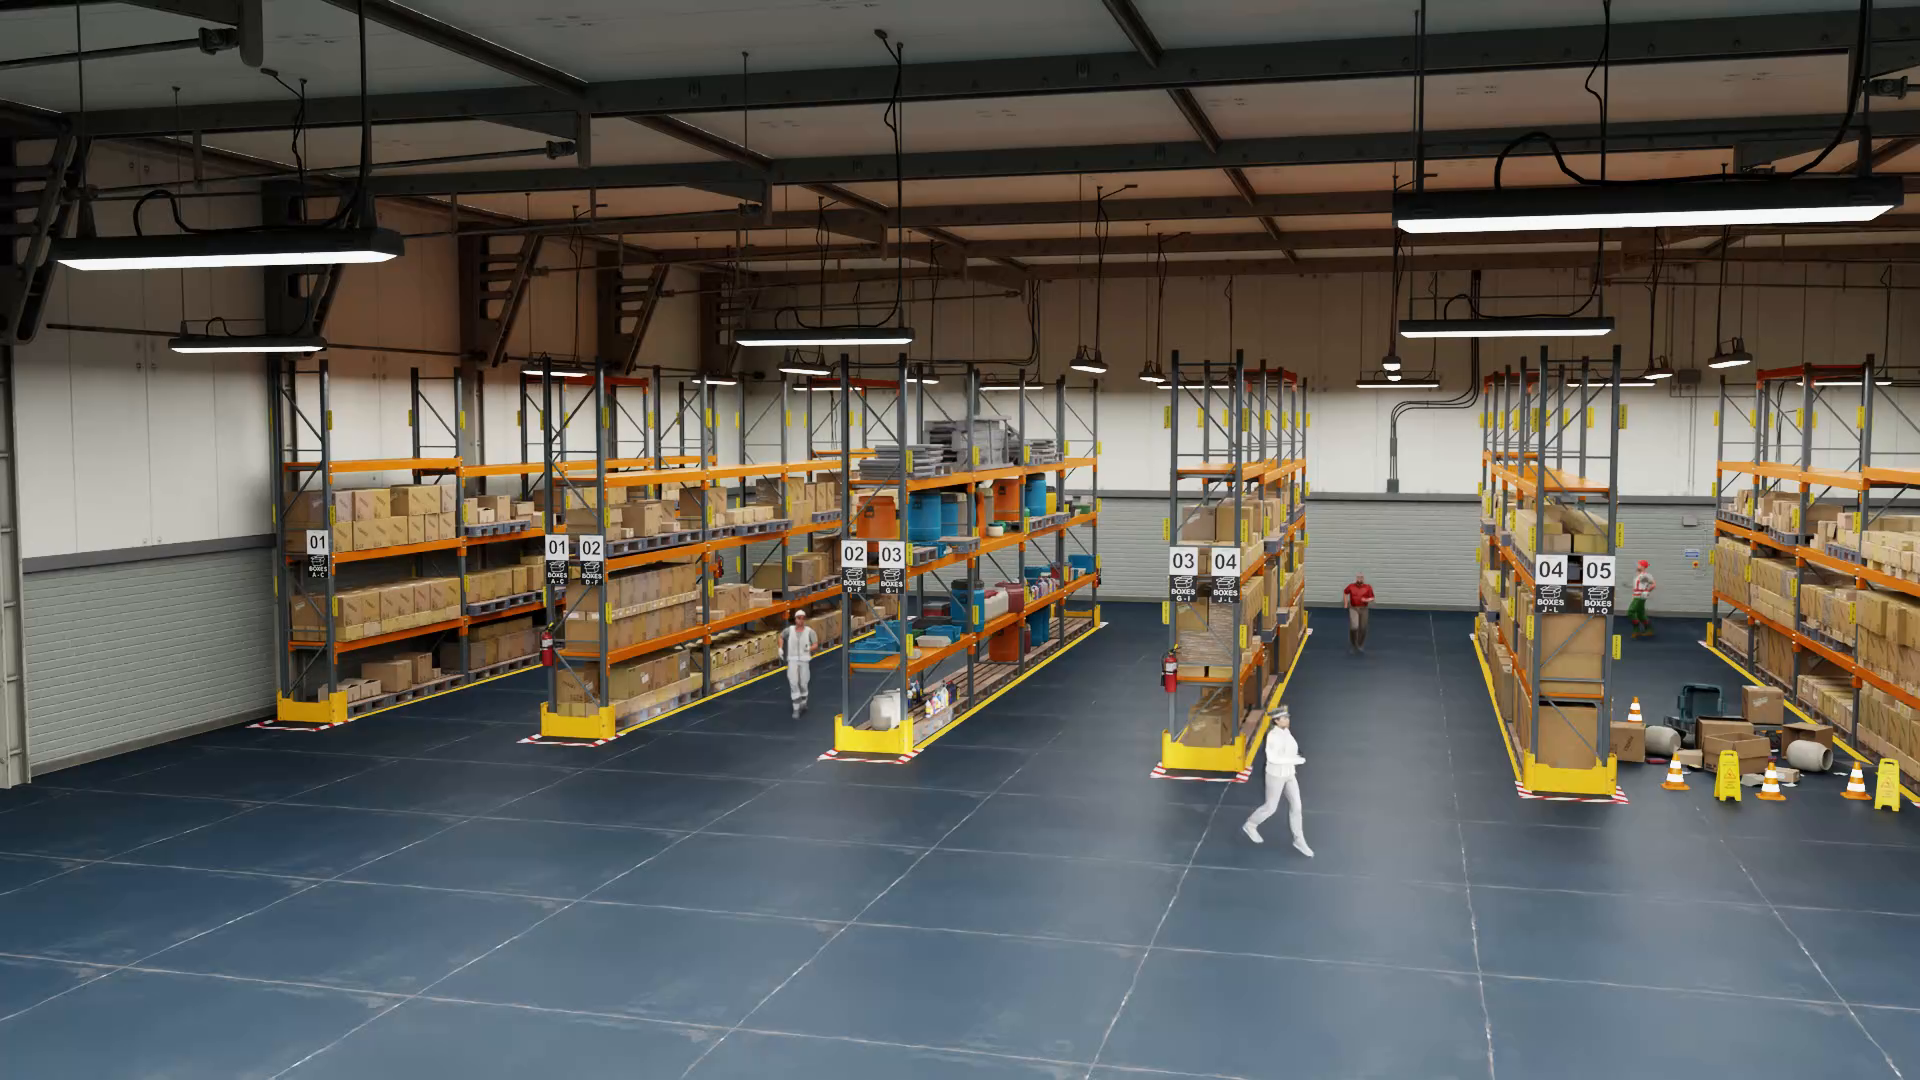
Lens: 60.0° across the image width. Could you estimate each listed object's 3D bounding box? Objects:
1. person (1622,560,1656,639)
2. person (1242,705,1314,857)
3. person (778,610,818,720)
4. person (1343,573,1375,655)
[{"bbox_3d":[15.583,1.366,38.154,0.705,1.824,0.632,1,4,12],"label":"person"},{"bbox_3d":[3.690,2.758,19.271,0.896,1.724,0.600,4,6,42],"label":"person"},{"bbox_3d":[-2.740,2.091,28.211,0.669,1.810,0.816,-1,4,-8],"label":"person"},{"bbox_3d":[8.561,1.591,35.684,0.636,1.783,0.748,0,4,7],"label":"person"}]
